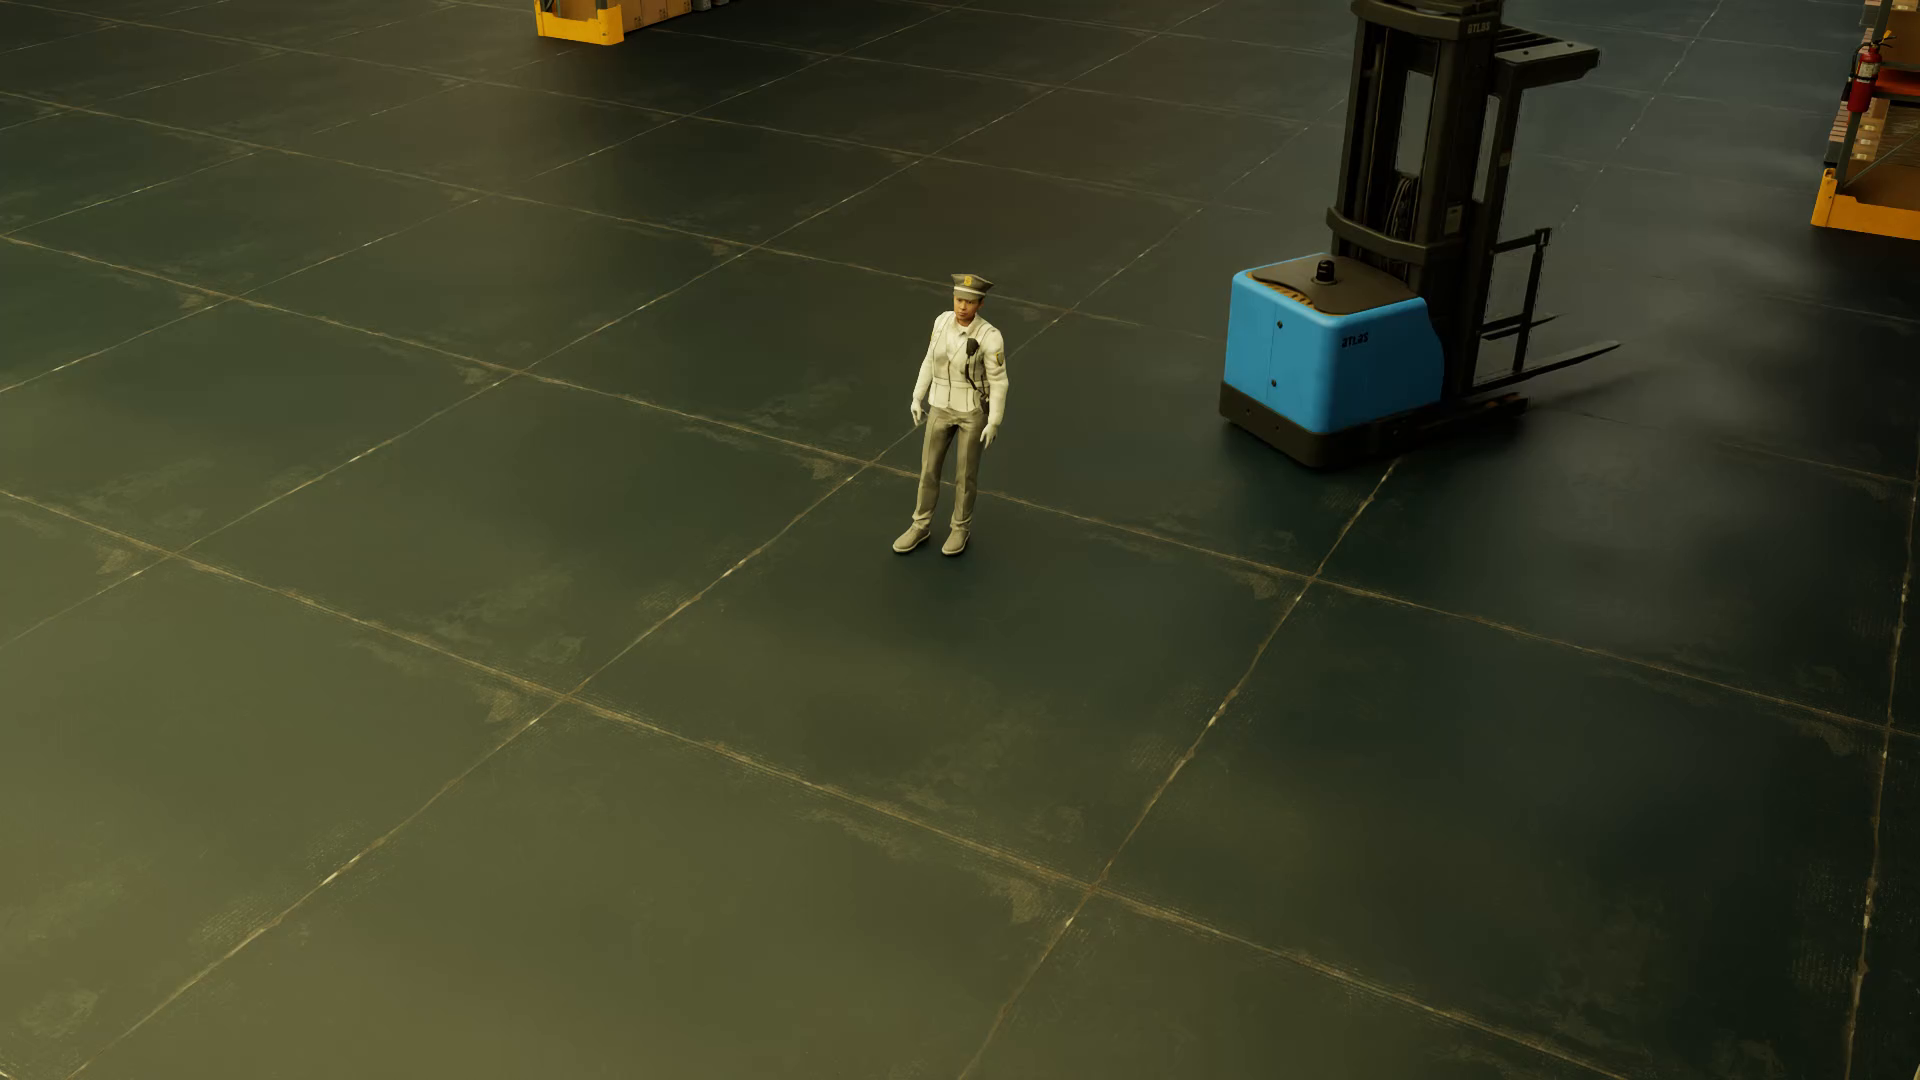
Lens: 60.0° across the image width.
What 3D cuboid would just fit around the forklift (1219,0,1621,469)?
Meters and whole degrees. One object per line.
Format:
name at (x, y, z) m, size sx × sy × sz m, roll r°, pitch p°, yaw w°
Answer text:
forklift at (3.304, -2.258, 10.984) m, size 3.031 × 2.935 × 1.130 m, roll -16°, pitch 34°, yaw -26°

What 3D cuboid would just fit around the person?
person at (-0.039, -0.712, 9.527) m, size 0.586 × 1.694 × 0.531 m, roll 15°, pitch 33°, yaw 25°
